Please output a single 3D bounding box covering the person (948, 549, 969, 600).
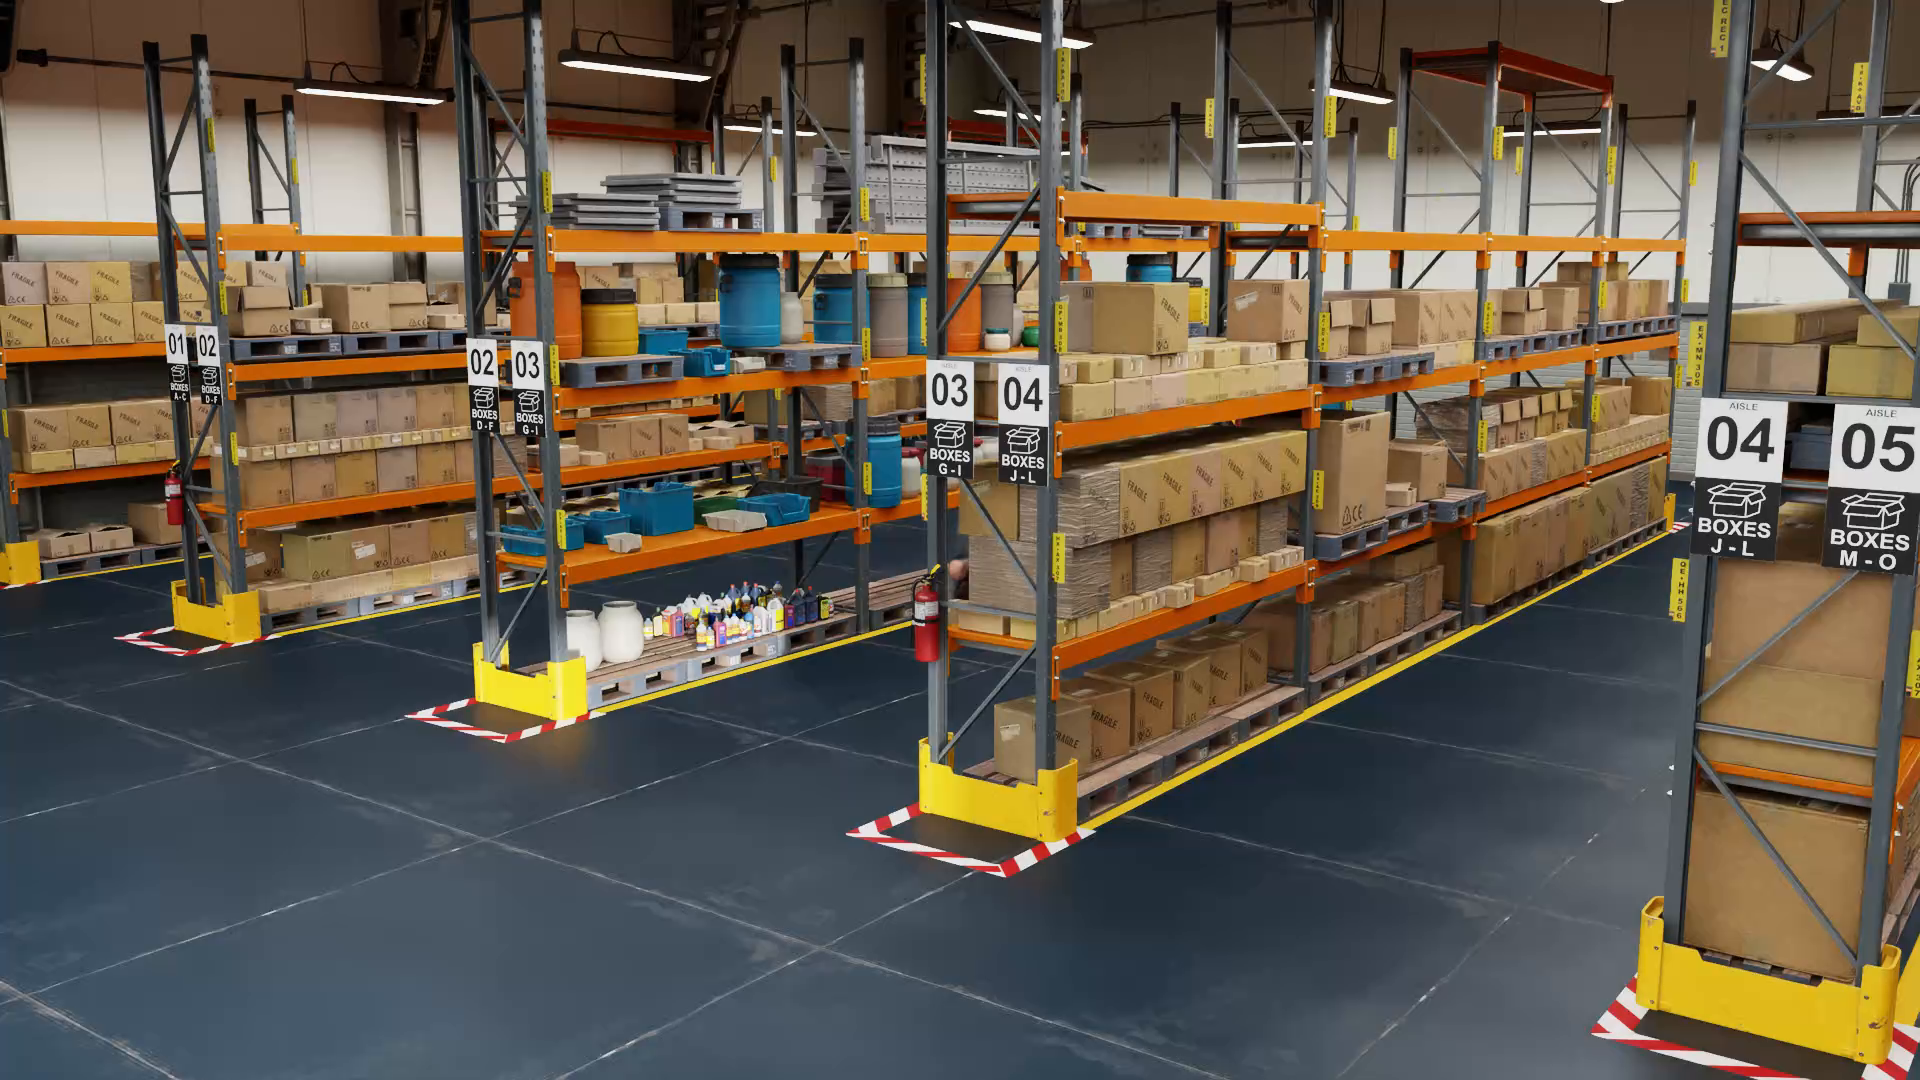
[{"bbox_3d":[0.155,0.490,17.957,0.506,0.796,0.943,7,12,34],"label":"person"}]
